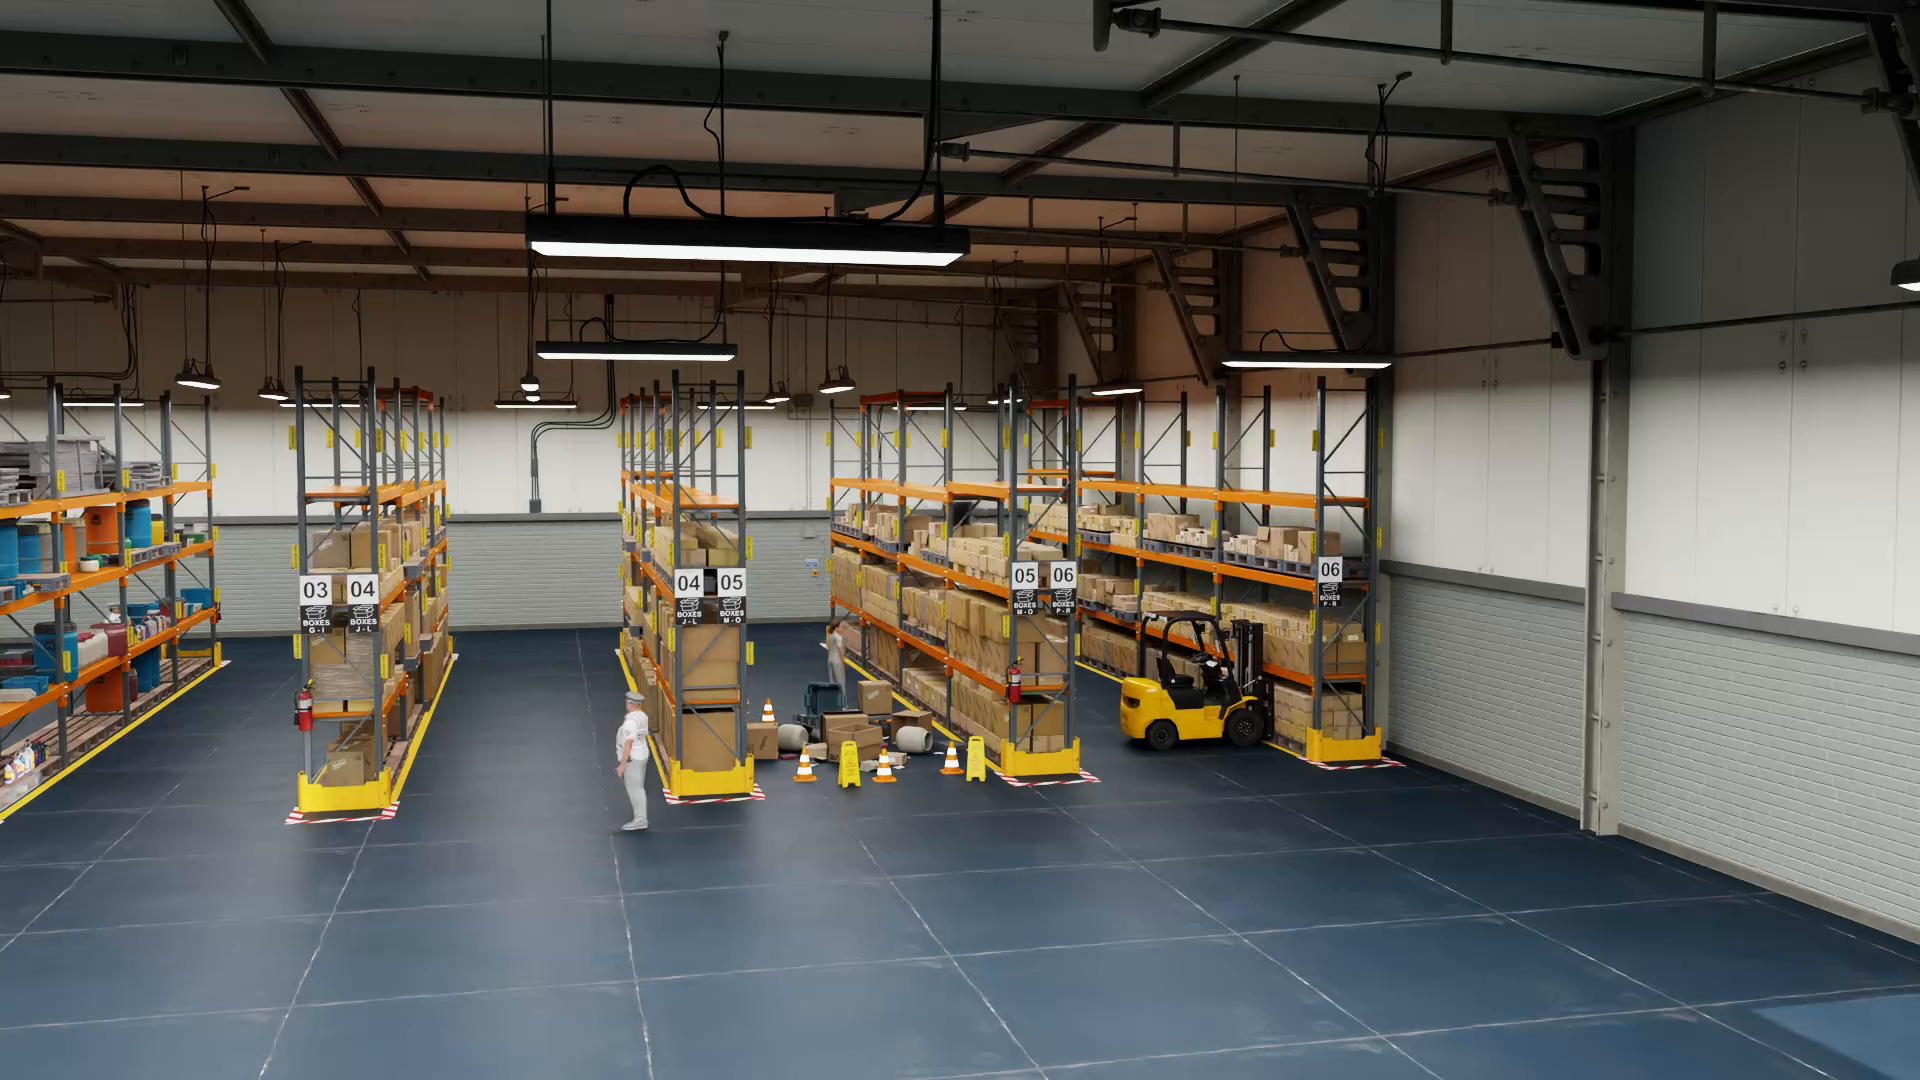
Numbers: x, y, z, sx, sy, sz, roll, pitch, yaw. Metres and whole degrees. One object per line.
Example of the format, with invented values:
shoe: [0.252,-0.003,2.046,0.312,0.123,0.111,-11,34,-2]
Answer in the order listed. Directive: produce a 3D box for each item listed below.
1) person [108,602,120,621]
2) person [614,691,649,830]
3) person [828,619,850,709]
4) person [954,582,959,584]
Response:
person: [-17.359,2.110,34.273,0.384,1.676,0.530,-1,4,-22]
person: [-4.223,2.848,21.422,0.411,1.798,0.596,0,3,4]
person: [-2.267,2.308,30.957,0.396,1.674,0.495,-2,4,-35]
person: [-0.108,1.844,37.997,0.360,1.767,0.653,-1,4,-17]
